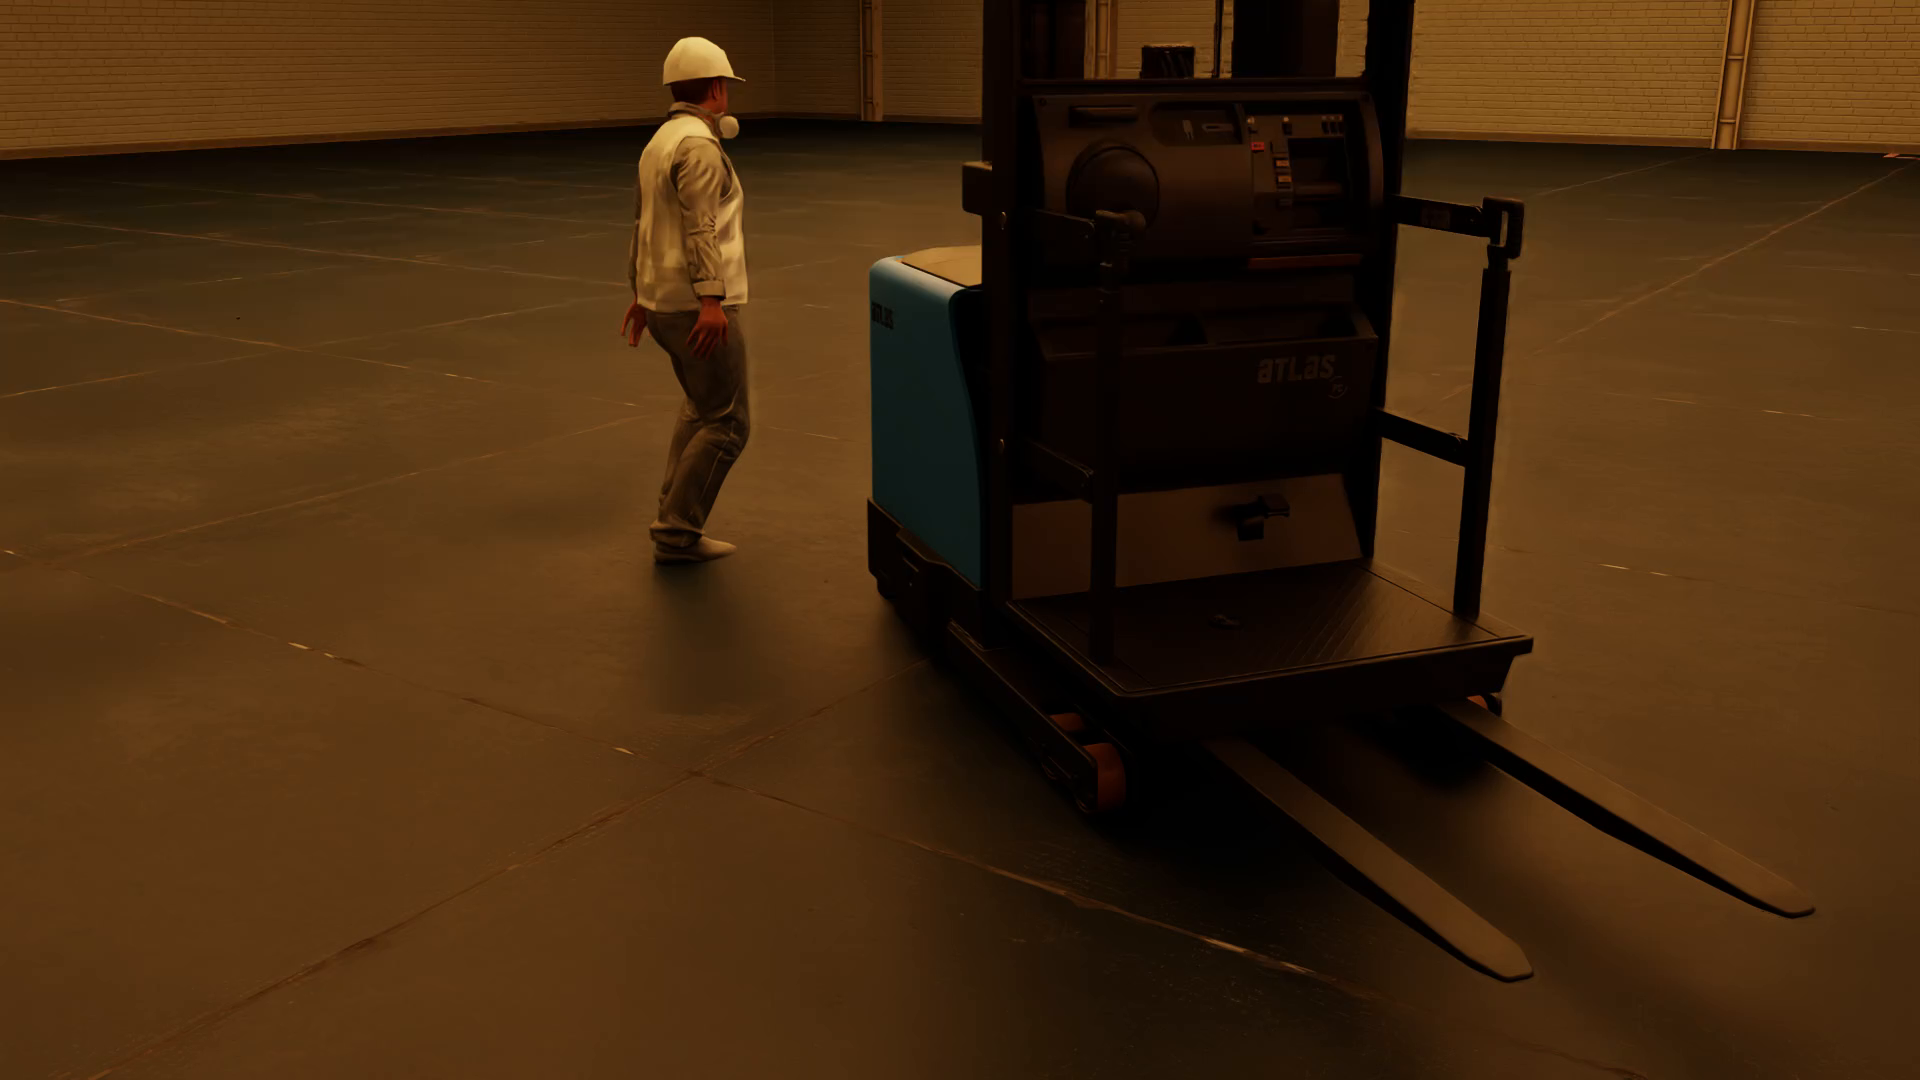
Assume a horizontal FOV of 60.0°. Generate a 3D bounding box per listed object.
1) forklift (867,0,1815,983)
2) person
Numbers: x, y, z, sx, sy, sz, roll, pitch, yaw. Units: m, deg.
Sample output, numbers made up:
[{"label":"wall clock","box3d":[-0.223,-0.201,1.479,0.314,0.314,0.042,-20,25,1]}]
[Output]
[{"label":"forklift","box3d":[0.690,-0.904,3.857,1.130,2.935,3.031,-6,18,-19]},{"label":"person","box3d":[-0.908,-0.806,5.680,0.467,1.745,0.867,-8,18,-24]}]
